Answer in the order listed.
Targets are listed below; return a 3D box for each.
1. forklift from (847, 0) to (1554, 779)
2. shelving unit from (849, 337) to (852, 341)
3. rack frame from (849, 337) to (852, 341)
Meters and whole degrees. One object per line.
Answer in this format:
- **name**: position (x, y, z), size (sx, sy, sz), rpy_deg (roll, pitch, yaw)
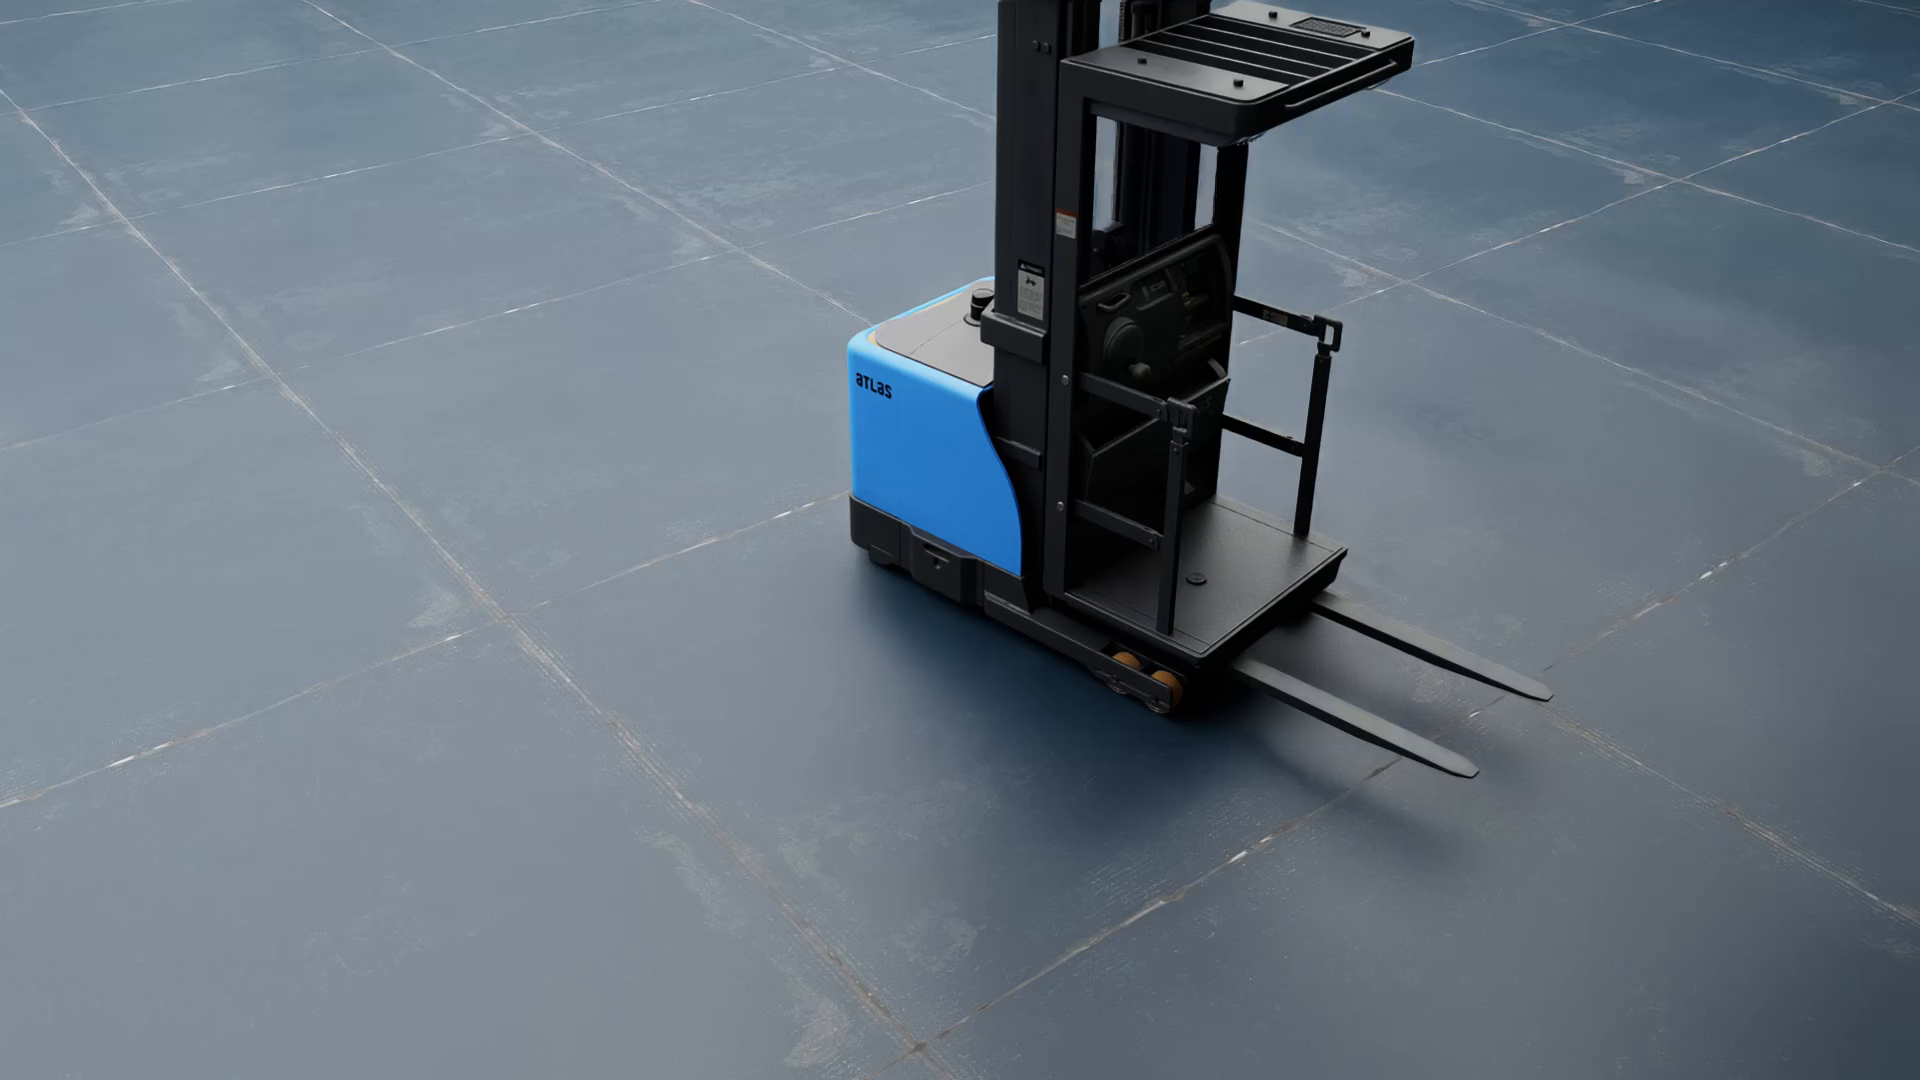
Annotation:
- **forklift**: position (0.931, -0.867, 6.369), size (3.031, 2.935, 1.130), rpy_deg (25, 40, 35)
- **shelving unit**: position (-0.342, -0.539, 7.764), size (0.210, 0.900, 0.258), rpy_deg (25, 40, 35)
- **rack frame**: position (-0.417, -0.575, 7.822), size (0.006, 0.900, 0.240), rpy_deg (25, 40, 35)
